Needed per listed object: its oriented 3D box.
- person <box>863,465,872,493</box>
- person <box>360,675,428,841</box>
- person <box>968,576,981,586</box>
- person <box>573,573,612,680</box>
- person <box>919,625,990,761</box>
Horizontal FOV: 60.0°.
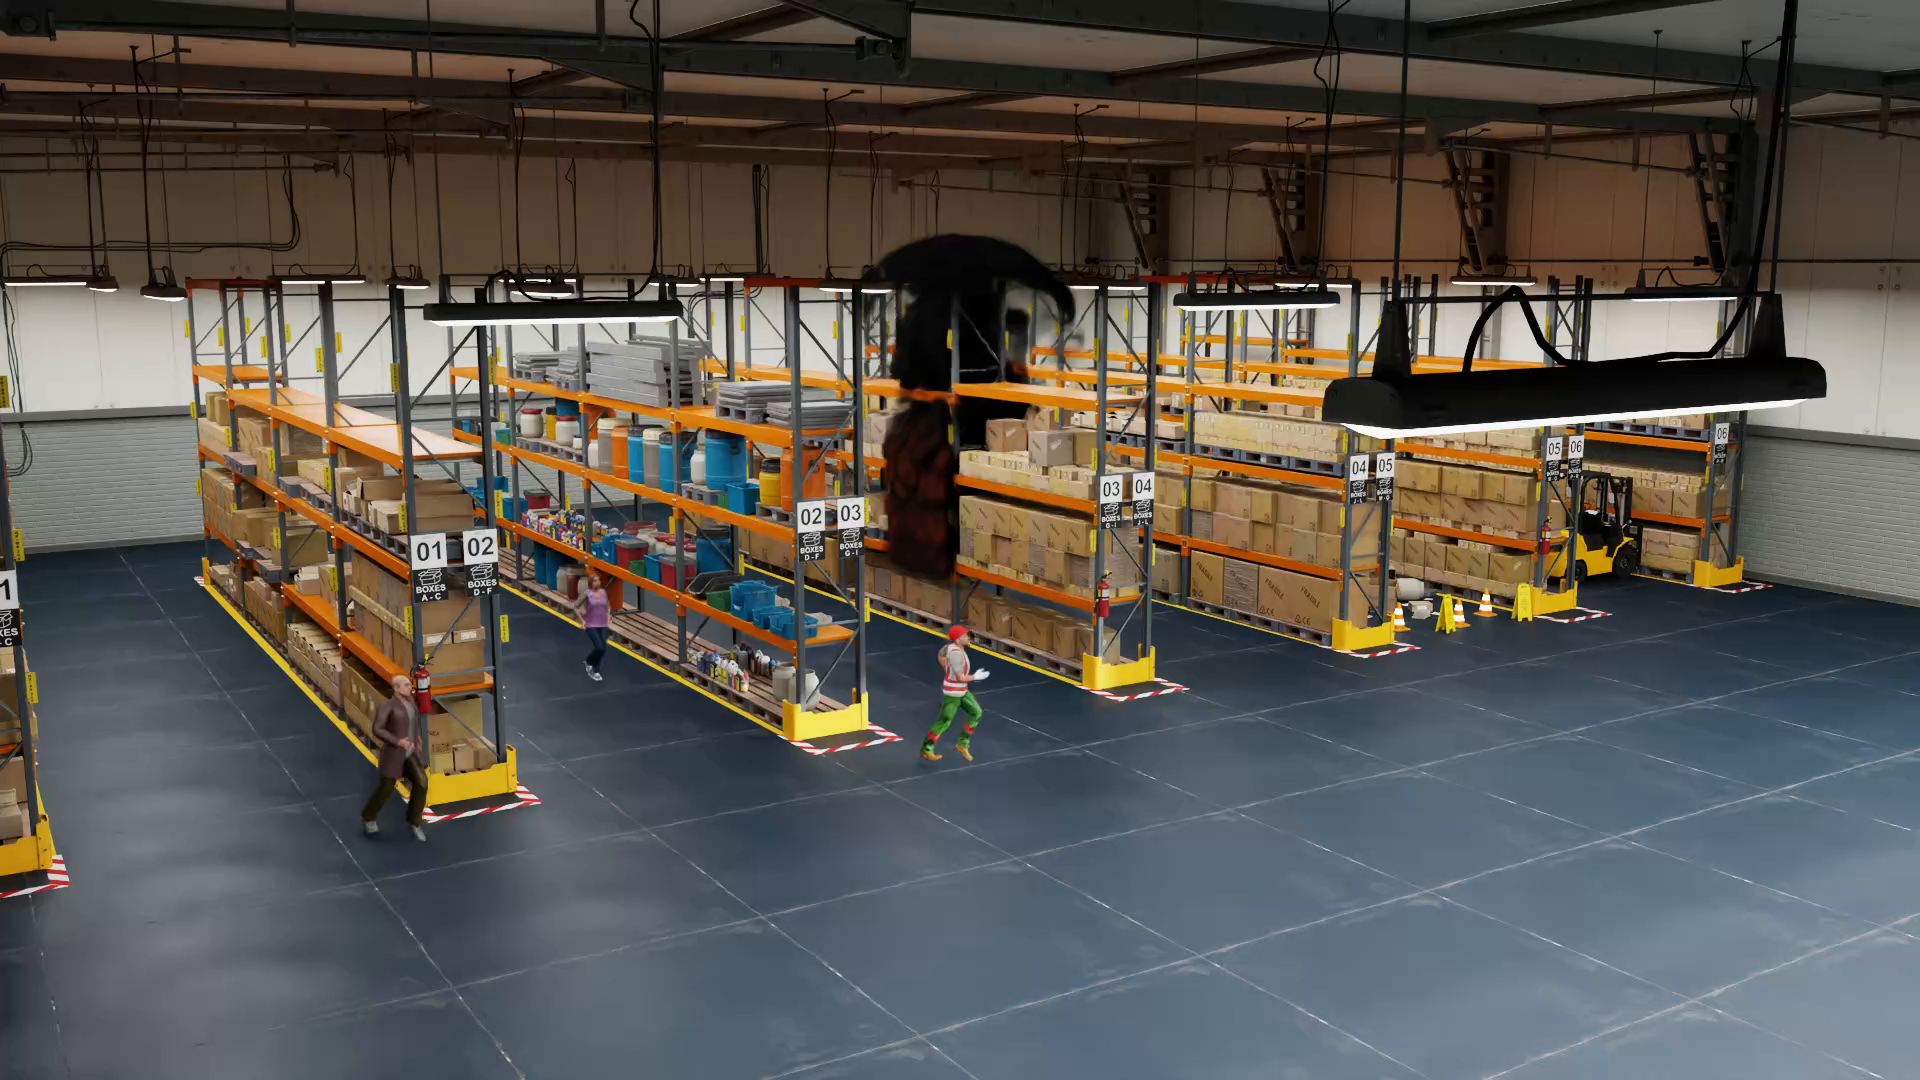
[{"bbox_3d":[-2.306,-0.891,38.288,0.608,1.700,0.877,-7,12,-35],"label":"person"},{"bbox_3d":[-6.223,2.401,18.519,0.852,1.809,0.767,5,11,27],"label":"person"},{"bbox_3d":[0.342,-0.059,31.576,0.645,1.887,0.650,-8,13,-40],"label":"person"},{"bbox_3d":[-5.241,1.269,24.030,0.529,1.574,0.505,-9,13,-42],"label":"person"},{"bbox_3d":[-0.065,1.946,21.068,0.897,1.794,0.673,1,10,6],"label":"person"}]
